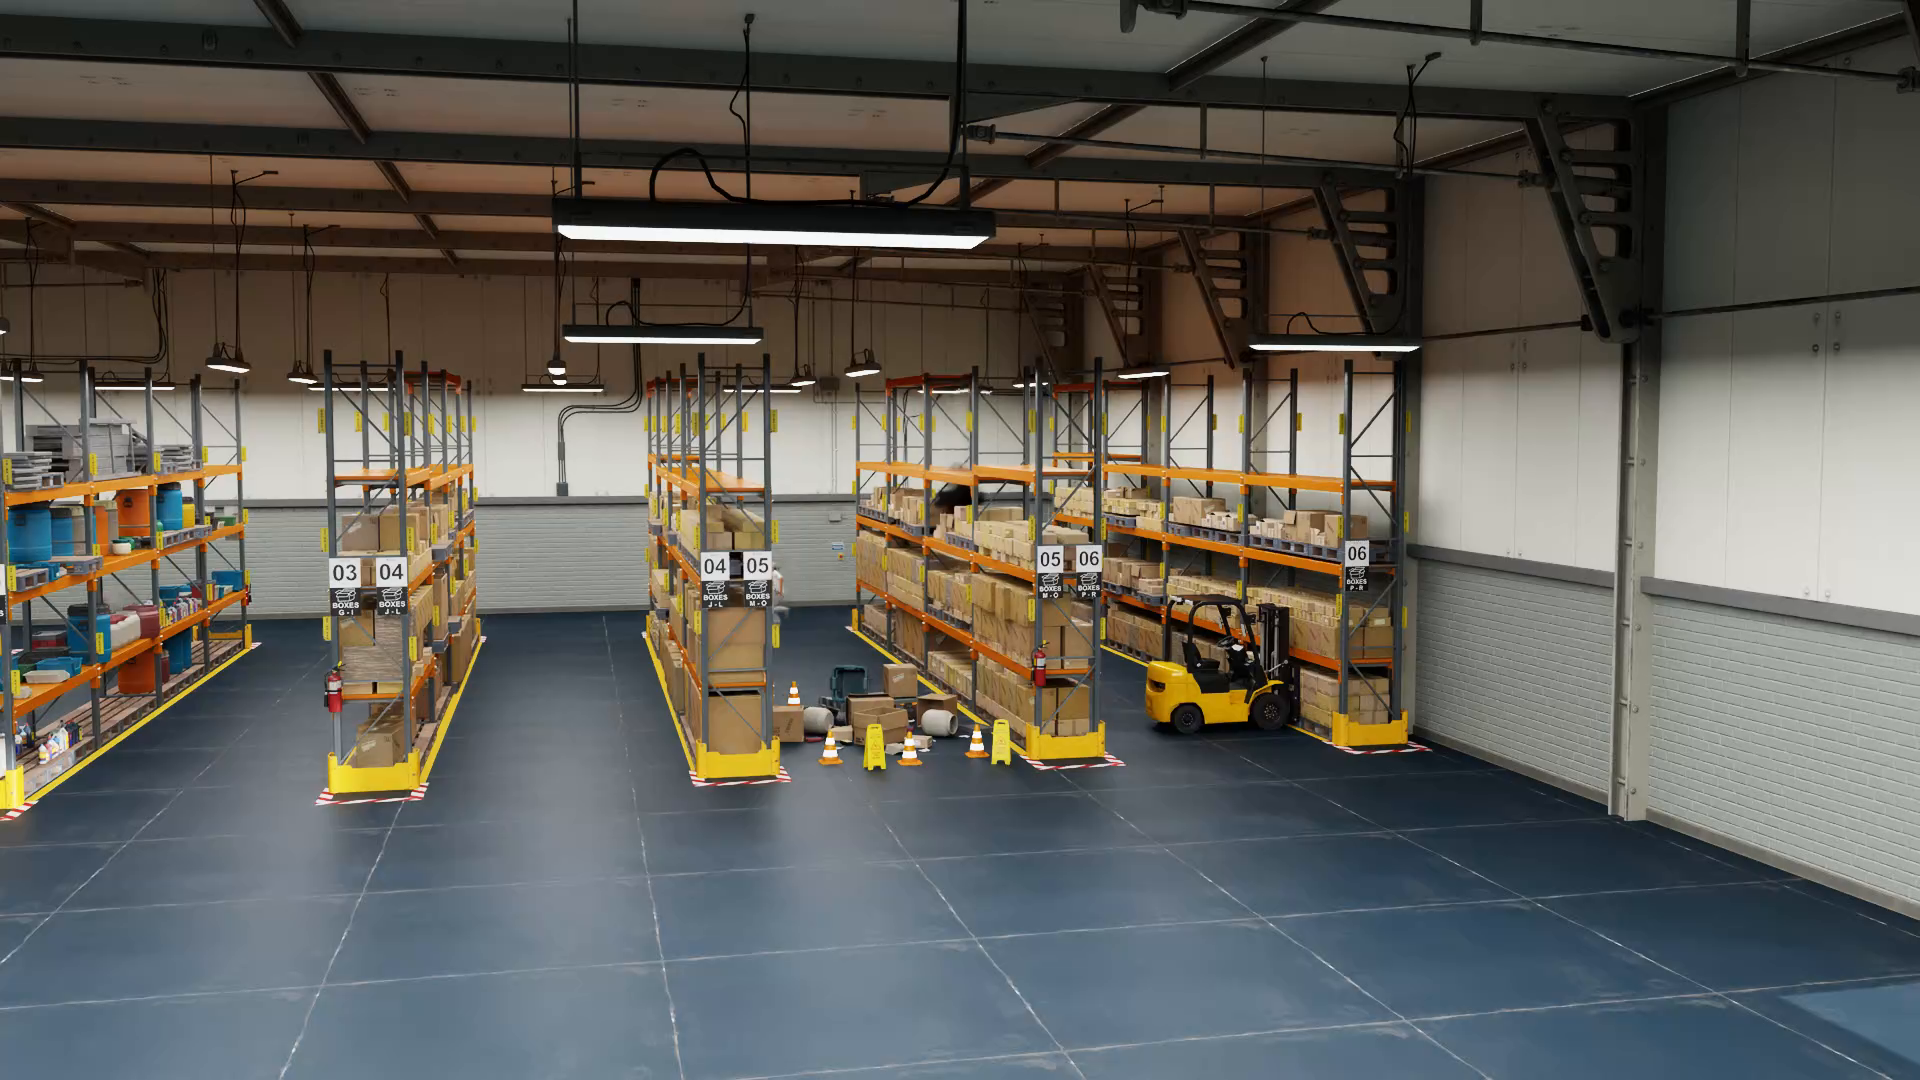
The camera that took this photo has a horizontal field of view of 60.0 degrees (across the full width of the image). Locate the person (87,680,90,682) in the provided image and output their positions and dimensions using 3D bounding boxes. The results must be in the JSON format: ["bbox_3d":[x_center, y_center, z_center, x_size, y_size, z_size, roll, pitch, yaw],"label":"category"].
[{"bbox_3d":[-16.570,1.951,31.773,0.640,1.676,0.577,-1,4,-19],"label":"person"}]

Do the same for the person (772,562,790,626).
[{"bbox_3d":[-4.552,1.355,41.155,0.649,1.624,0.643,-1,4,-12],"label":"person"}]
